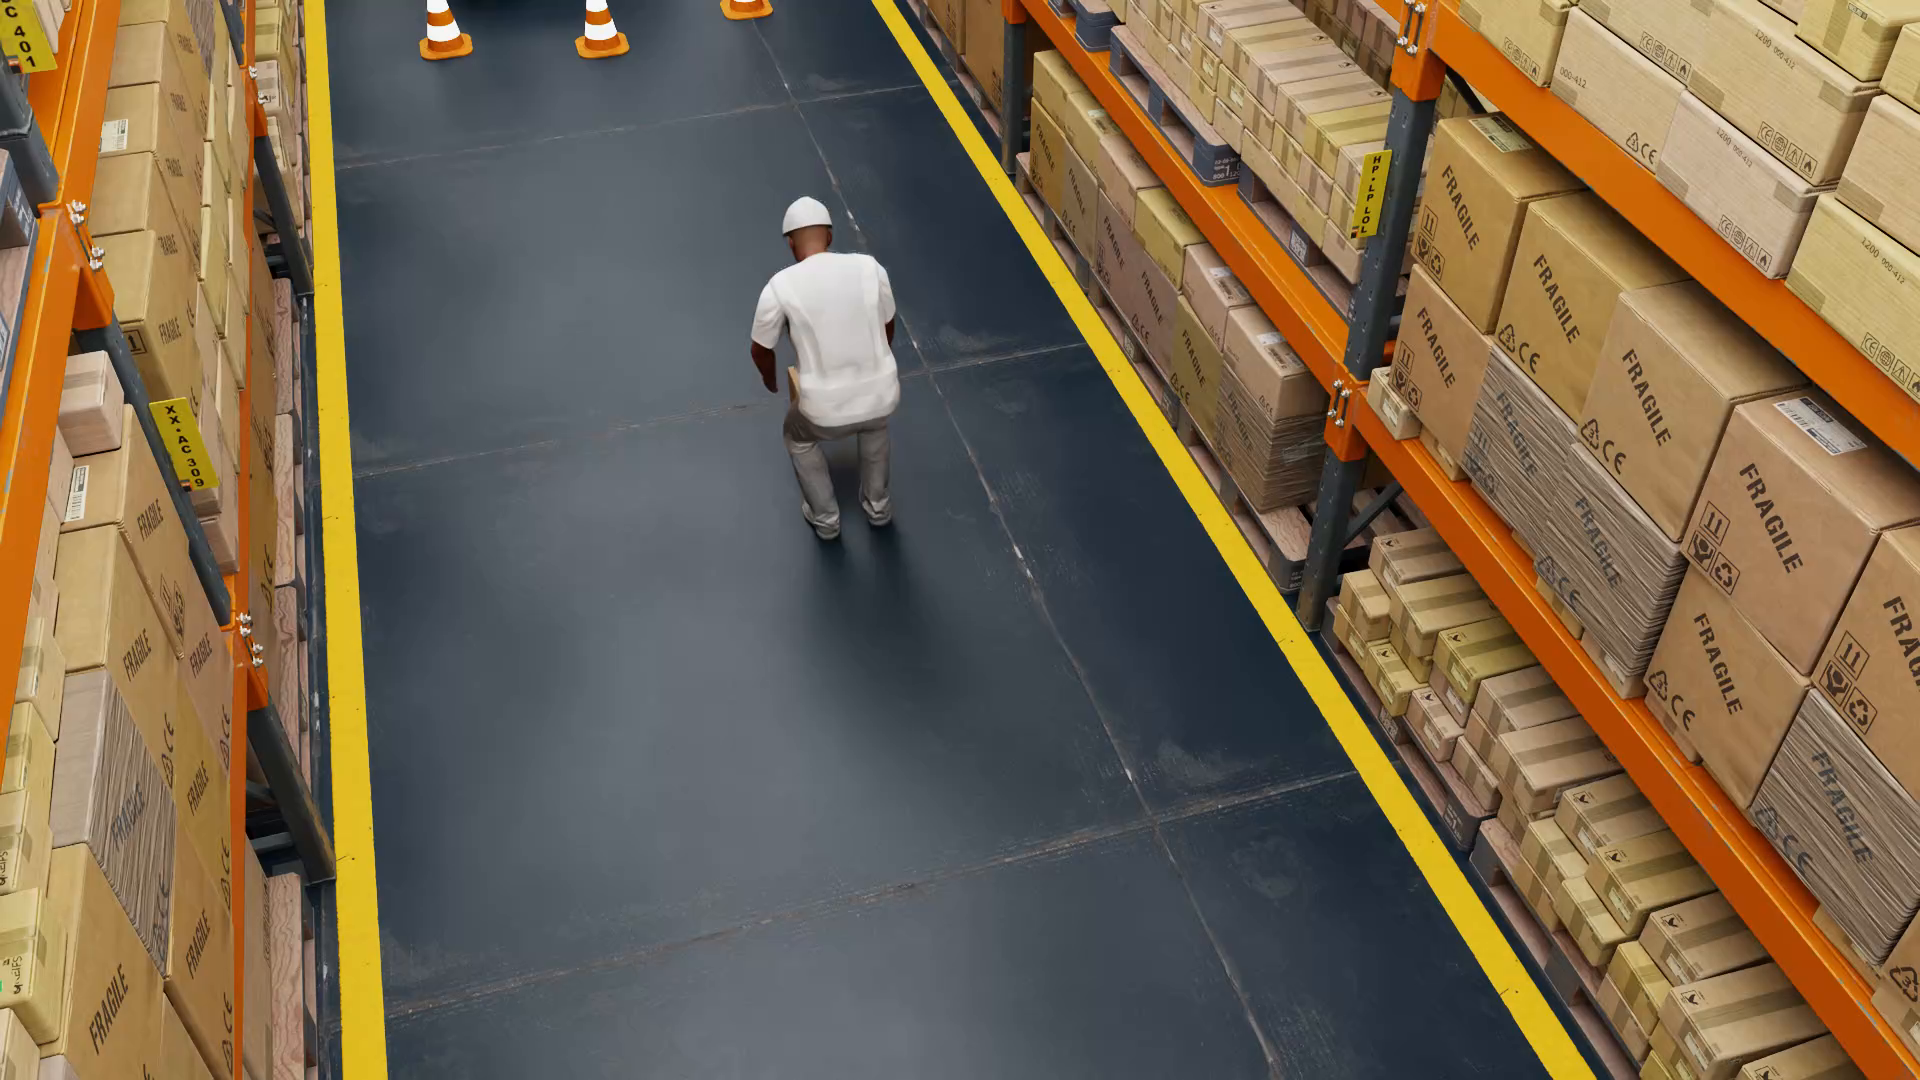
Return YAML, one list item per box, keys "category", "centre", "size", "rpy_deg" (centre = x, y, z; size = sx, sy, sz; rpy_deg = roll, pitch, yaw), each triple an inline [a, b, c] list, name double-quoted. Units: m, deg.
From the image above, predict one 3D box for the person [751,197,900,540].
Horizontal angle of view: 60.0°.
- category: "person"
  centre: [-0.558, -0.689, 7.114]
  size: [0.629, 1.490, 0.703]
  rpy_deg: [-12, 43, -13]
